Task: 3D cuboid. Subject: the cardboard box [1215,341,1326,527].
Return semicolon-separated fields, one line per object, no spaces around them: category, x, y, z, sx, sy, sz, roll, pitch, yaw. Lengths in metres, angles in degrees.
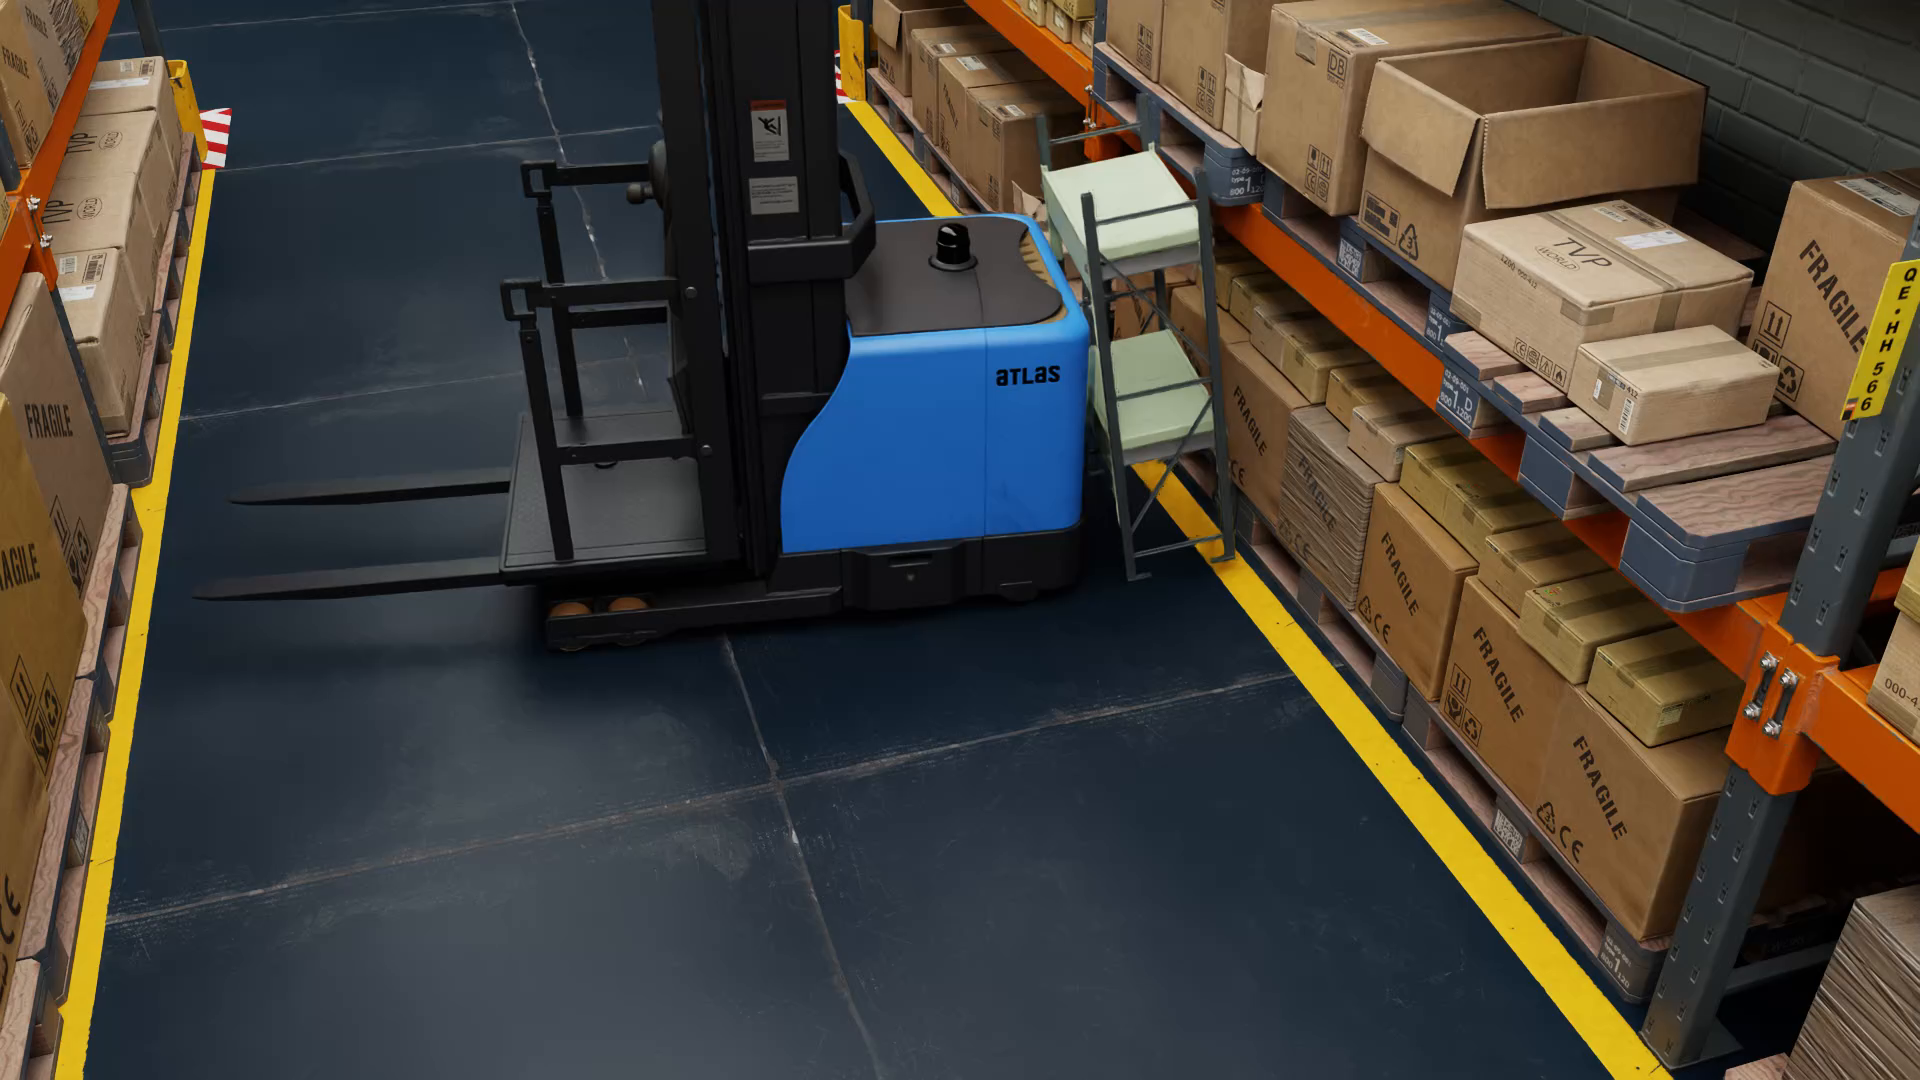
cardboard box;1.283;-0.419;6.049;0.500;0.500;0.500;-11;35;-16

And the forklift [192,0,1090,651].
forklift;-1.125;-1.157;5.343;3.031;2.935;1.130;-5;34;-7

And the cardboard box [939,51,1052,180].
cardboard box;0.196;-2.264;8.842;0.500;0.500;0.500;-9;35;-14

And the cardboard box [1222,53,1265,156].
cardboard box;1.088;-1.444;5.455;0.396;0.266;0.258;-8;34;-12

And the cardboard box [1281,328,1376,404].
cardboard box;1.344;-0.614;5.756;0.380;0.149;0.250;-9;34;-13

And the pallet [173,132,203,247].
pallet;-4.598;-1.812;8.801;1.003;0.211;1.213;-10;35;-15

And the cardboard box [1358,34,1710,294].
cardboard box;1.576;-1.063;4.663;0.797;0.503;0.637;-11;35;-16

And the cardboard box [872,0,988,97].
cardboard box;-0.094;-3.015;9.976;0.797;0.503;0.637;-11;35;-17

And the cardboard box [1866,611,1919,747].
cardboard box;2.153;0.318;3.184;0.500;0.250;0.500;-10;35;-15

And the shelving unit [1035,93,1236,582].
shelving unit;0.628;-0.704;5.899;0.431;1.500;0.755;-12;34;-3

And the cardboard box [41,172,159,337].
cardboard box;-4.059;-1.206;7.297;0.875;0.438;0.875;-11;35;-16

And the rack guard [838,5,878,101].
rack guard;-0.167;-3.136;10.542;1.175;0.500;0.348;-10;35;-15

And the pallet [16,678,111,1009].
pallet;-3.013;0.915;4.673;1.003;0.211;1.213;-10;35;-15

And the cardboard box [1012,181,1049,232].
cardboard box;0.471;-1.584;8.025;0.396;0.266;0.258;-9;34;-13

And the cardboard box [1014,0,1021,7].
cardboard box;0.436;-2.547;7.611;0.380;0.149;0.250;-9;35;-13

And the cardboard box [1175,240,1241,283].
cardboard box;1.044;-1.156;6.577;0.380;0.149;0.250;-11;35;-16

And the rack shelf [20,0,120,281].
rack shelf;-4.306;-2.032;7.257;1.077;0.370;4.000;-10;35;-15

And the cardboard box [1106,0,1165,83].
cardboard box;0.965;-2.044;6.151;0.700;0.500;0.500;-9;35;-14

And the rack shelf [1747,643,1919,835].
rack shelf;2.860;1.332;2.167;1.077;0.370;4.000;-10;35;-15

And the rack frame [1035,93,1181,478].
rack frame;0.571;-0.903;6.201;0.400;1.500;0.023;-12;34;-3

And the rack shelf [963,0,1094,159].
rack shelf;0.420;-2.869;8.523;1.077;0.370;4.000;-10;35;-15

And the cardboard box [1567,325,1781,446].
cardboard box;1.684;-0.369;3.935;0.380;0.149;0.250;-9;35;-14

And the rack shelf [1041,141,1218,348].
rack shelf;0.569;-1.021;5.679;0.431;0.370;0.720;-12;34;-3

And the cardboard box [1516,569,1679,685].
cardboard box;1.746;0.224;4.489;0.380;0.149;0.250;-12;35;-17

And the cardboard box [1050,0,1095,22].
cardboard box;0.642;-2.407;7.037;0.500;0.250;0.500;-9;35;-14

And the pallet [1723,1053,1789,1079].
pallet;2.464;1.584;3.662;1.003;0.211;1.213;-10;35;-15

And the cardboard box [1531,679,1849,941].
cardboard box;1.916;0.663;4.412;0.500;0.500;0.500;-9;35;-13

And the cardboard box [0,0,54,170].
cardboard box;-3.590;-1.614;5.881;0.500;0.500;0.500;-9;34;-13

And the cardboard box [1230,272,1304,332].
cardboard box;1.230;-0.882;6.162;0.380;0.149;0.250;-11;35;-16

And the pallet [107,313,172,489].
pallet;-3.853;-0.531;6.862;1.003;0.211;1.213;-10;35;-15

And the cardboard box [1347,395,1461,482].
cardboard box;1.481;-0.339;5.340;0.380;0.149;0.250;-12;35;-17

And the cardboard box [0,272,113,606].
cardboard box;-3.431;-0.259;5.467;0.875;0.875;0.875;-9;34;-13

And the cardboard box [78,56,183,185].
cardboard box;-4.620;-2.159;8.739;0.875;0.438;0.875;-11;35;-16

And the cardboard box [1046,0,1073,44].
cardboard box;0.592;-2.272;7.195;0.380;0.149;0.250;-9;35;-13

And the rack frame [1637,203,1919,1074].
rack frame;2.250;-0.019;3.557;1.000;3.000;0.127;-10;35;-15

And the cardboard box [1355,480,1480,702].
cardboard box;1.612;0.124;5.227;0.500;0.500;0.500;-9;34;-13

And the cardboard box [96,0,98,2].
cardboard box;-4.212;-2.681;7.495;0.500;0.500;0.500;-9;35;-13

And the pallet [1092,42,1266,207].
pallet;1.170;-1.601;6.126;1.003;0.211;1.213;-10;35;-15

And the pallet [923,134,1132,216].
pallet;0.446;-1.958;9.021;1.003;0.211;1.213;-10;35;-15

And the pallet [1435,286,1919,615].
pallet;1.977;-0.283;4.131;1.213;0.211;1.003;-10;35;-15

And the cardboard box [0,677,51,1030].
cardboard box;-2.876;0.684;4.041;0.875;0.875;0.875;-10;35;-14

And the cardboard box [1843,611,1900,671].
cardboard box;2.388;0.252;4.446;0.380;0.149;0.250;-8;34;-12

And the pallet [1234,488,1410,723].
pallet;1.690;0.107;5.897;1.003;0.211;1.213;-10;35;-15

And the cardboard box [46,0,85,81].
cardboard box;-3.885;-2.141;6.679;0.500;0.500;0.500;-10;35;-14

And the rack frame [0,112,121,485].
rack frame;-3.696;-1.282;5.469;1.000;3.000;0.127;-10;35;-15

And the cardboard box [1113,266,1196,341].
cardboard box;0.963;-0.959;6.867;0.500;0.500;0.500;-9;34;-13

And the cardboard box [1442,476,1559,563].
cardboard box;1.670;-0.068;4.931;0.380;0.149;0.250;-9;35;-13
